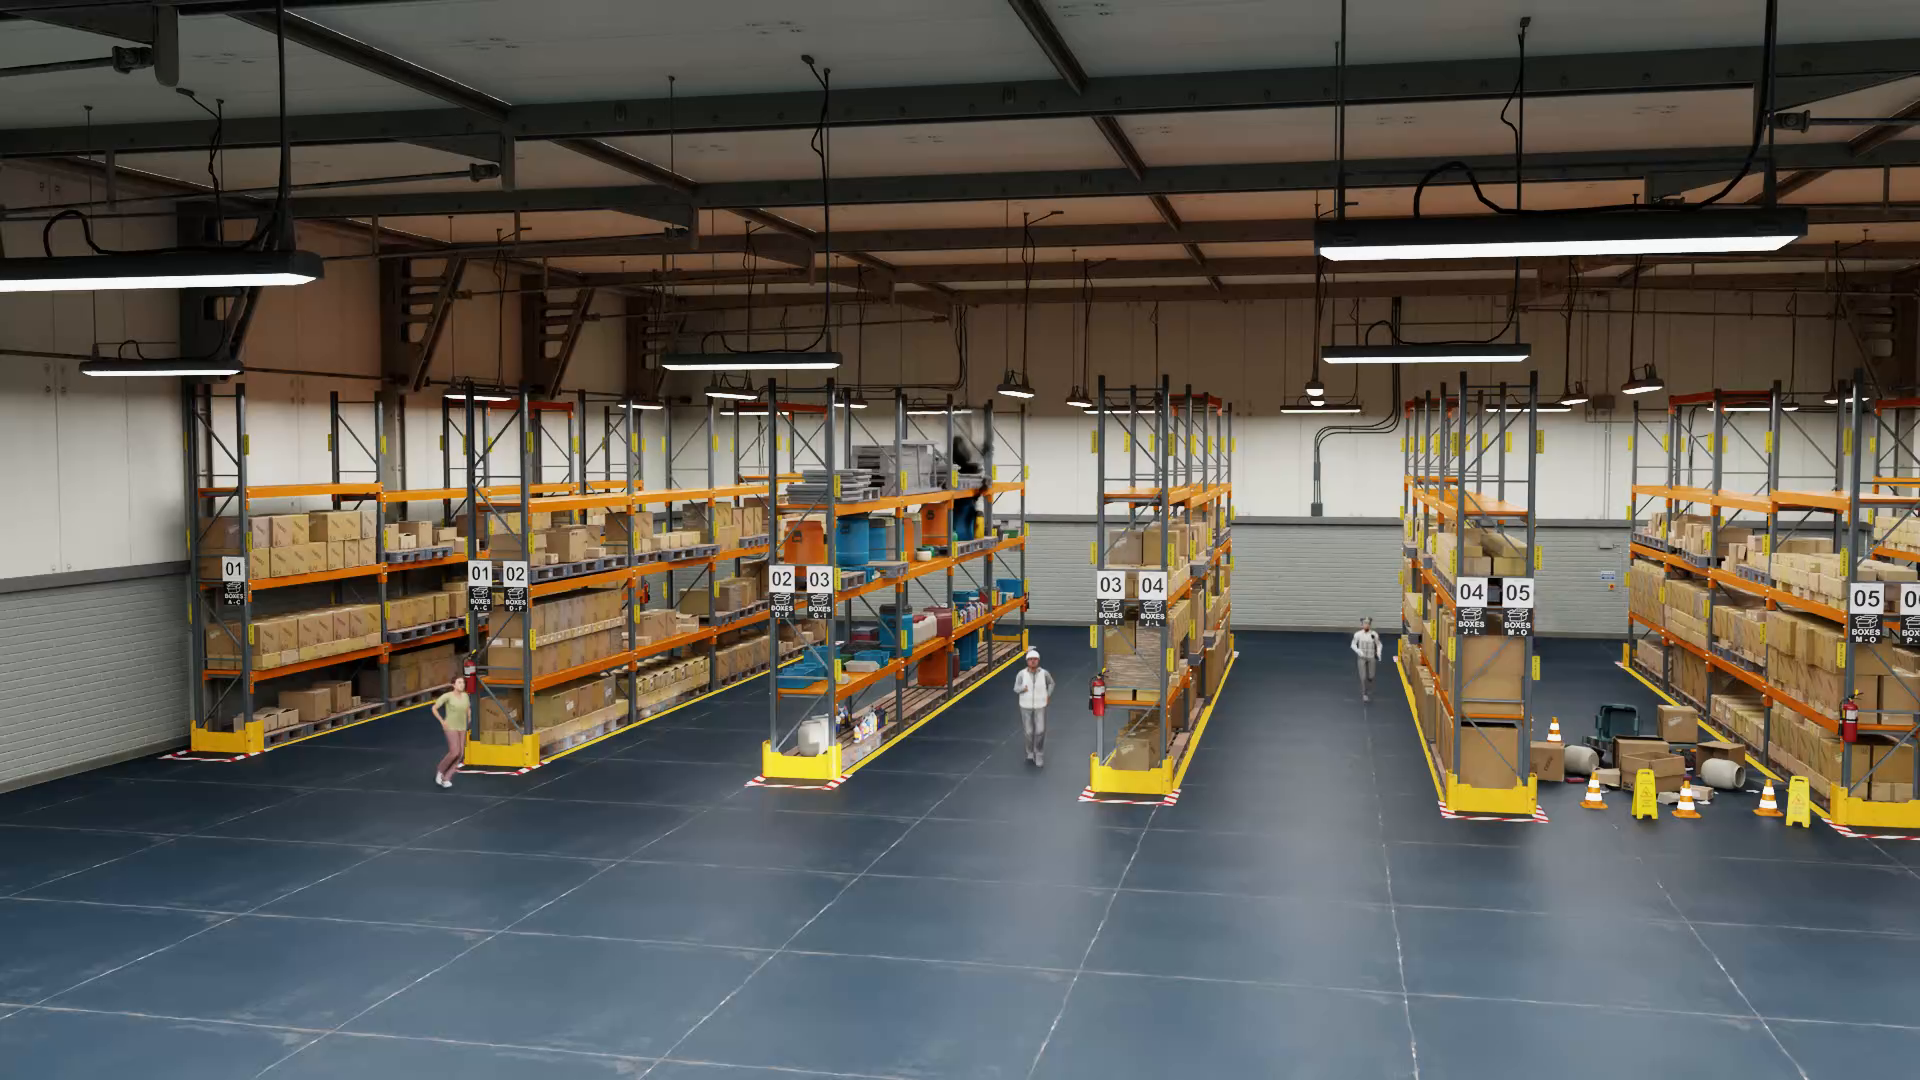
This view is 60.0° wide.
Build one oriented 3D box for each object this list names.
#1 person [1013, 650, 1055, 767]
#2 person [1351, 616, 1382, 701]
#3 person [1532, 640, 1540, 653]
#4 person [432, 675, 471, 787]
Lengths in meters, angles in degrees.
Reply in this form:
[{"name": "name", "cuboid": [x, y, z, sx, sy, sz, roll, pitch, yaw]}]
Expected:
[{"name": "person", "cuboid": [1.154, 2.634, 26.011, 0.637, 1.814, 0.711, 0, 3, 5]}, {"name": "person", "cuboid": [7.976, 2.321, 32.606, 0.614, 1.658, 0.526, 0, 3, 9]}, {"name": "person", "cuboid": [13.257, 1.959, 39.207, 0.770, 1.641, 0.613, 1, 3, 19]}, {"name": "person", "cuboid": [-7.394, 2.792, 24.408, 0.495, 1.623, 0.588, 2, 4, 37]}]
